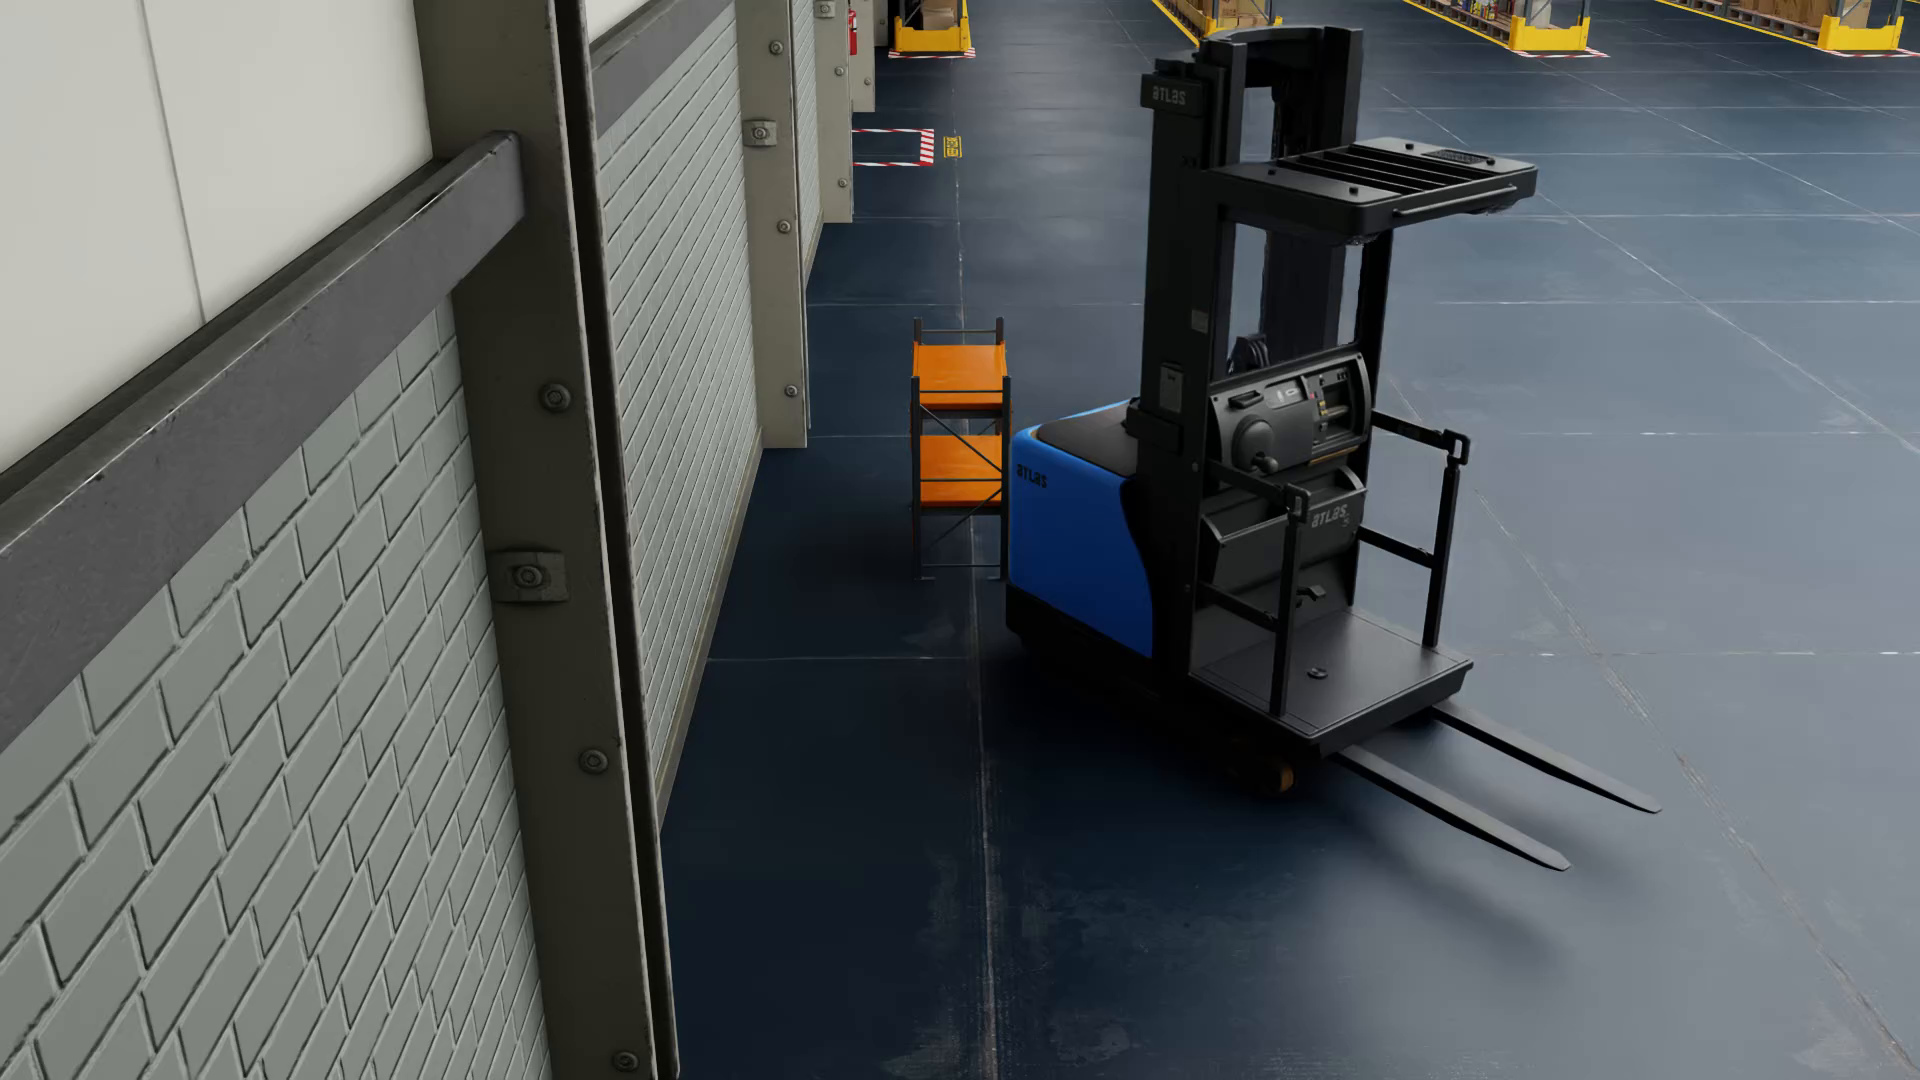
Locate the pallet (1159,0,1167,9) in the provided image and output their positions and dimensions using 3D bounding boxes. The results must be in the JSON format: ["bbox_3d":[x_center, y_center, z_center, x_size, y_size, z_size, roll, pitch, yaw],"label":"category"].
[{"bbox_3d":[4.390,-10.374,31.930,1.003,0.211,1.213,0,24,-1],"label":"pallet"}]

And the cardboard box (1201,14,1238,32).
[{"bbox_3d":[4.196,-8.347,26.892,0.500,0.250,0.500,0,24,-1],"label":"cardboard box"}]

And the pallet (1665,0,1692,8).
[{"bbox_3d":[14.333,-10.434,32.064,1.003,0.211,1.213,0,24,-1],"label":"pallet"}]

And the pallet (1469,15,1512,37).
[{"bbox_3d":[9.389,-8.806,28.464,1.003,0.211,1.213,0,24,-1],"label":"pallet"}]

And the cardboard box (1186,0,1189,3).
[{"bbox_3d":[4.157,-9.512,28.559,0.500,0.500,0.500,0,24,-1],"label":"cardboard box"}]

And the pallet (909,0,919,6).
[{"bbox_3d":[-0.510,-9.863,30.802,1.003,0.211,1.213,0,24,-1],"label":"pallet"}]

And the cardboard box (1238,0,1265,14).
[{"bbox_3d":[4.706,-8.897,27.198,0.500,0.500,0.500,0,24,-1],"label":"cardboard box"}]

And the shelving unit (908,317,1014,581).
[{"bbox_3d":[0.000,-0.515,9.024,0.538,1.125,1.048,0,24,-1],"label":"shelving unit"}]

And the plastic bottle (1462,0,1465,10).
[{"bbox_3d":[9.003,-9.551,29.498,0.152,0.276,0.135,1,24,1],"label":"plastic bottle"}]

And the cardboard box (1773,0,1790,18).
[{"bbox_3d":[14.423,-9.276,28.643,0.500,0.500,0.500,-2,24,-5],"label":"cardboard box"}]

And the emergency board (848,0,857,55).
[{"bbox_3d":[-1.274,-5.958,18.784,0.194,1.169,0.643,0,24,-1],"label":"emergency board"}]

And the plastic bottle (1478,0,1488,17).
[{"bbox_3d":[9.009,-9.187,28.603,0.144,0.351,0.185,1,24,2],"label":"plastic bottle"}]

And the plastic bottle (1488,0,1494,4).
[{"bbox_3d":[9.155,-9.240,28.812,0.152,0.276,0.135,0,24,-1],"label":"plastic bottle"}]

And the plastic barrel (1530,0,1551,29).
[{"bbox_3d":[9.367,-8.538,26.997,0.421,0.512,0.421,0,24,0],"label":"plastic barrel"}]

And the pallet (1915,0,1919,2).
[{"bbox_3d":[19.220,-10.411,32.014,1.003,0.211,1.213,0,24,-1],"label":"pallet"}]

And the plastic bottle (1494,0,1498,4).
[{"bbox_3d":[9.558,-9.586,29.486,0.144,0.351,0.185,0,24,-1],"label":"plastic bottle"}]

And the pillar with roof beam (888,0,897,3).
[{"bbox_3d":[2.911,-14.674,30.776,9.100,9.000,0.400,0,24,-1],"label":"pillar with roof beam"}]

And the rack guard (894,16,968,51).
[{"bbox_3d":[-0.457,-8.057,26.458,1.175,0.500,0.348,0,24,-1],"label":"rack guard"}]

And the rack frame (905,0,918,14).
[{"bbox_3d":[-0.500,-10.813,29.518,1.000,3.000,0.127,0,24,-1],"label":"rack frame"}]

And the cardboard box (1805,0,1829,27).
[{"bbox_3d":[14.372,-8.787,27.563,0.500,0.500,0.500,6,25,13],"label":"cardboard box"}]

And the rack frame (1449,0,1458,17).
[{"bbox_3d":[9.407,-10.857,29.616,1.000,3.000,0.127,0,24,-1],"label":"rack frame"}]

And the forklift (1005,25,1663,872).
[{"bbox_3d":[1.524,-0.506,6.811,1.130,2.935,3.031,-18,30,-34],"label":"forklift"}]

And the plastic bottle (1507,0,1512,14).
[{"bbox_3d":[9.605,-9.333,29.008,0.061,0.283,0.133,0,24,-1],"label":"plastic bottle"}]

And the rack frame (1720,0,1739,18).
[{"bbox_3d":[14.359,-10.880,29.666,1.000,3.000,0.127,0,24,-1],"label":"rack frame"}]

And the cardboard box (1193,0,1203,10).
[{"bbox_3d":[4.168,-9.100,27.648,0.500,0.500,0.500,0,24,-1],"label":"cardboard box"}]

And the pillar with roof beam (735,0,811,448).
[{"bbox_3d":[3.172,-4.785,8.910,9.100,9.000,0.400,0,24,-1],"label":"pillar with roof beam"}]

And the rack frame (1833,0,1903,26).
[{"bbox_3d":[14.403,-9.231,26.021,1.000,3.000,0.127,0,24,-1],"label":"rack frame"}]

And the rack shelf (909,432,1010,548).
[{"bbox_3d":[0.000,-0.293,9.125,0.538,0.278,1.000,0,24,-1],"label":"rack shelf"}]

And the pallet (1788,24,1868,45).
[{"bbox_3d":[14.429,-8.327,27.406,1.003,0.211,1.213,0,24,-1],"label":"pallet"}]

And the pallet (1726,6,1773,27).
[{"bbox_3d":[14.402,-9.333,29.629,1.003,0.211,1.213,0,24,-1],"label":"pallet"}]

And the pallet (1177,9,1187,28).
[{"bbox_3d":[4.420,-9.238,29.420,1.003,0.211,1.213,0,24,-1],"label":"pallet"}]

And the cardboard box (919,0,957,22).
[{"bbox_3d":[-0.338,-9.049,28.117,0.700,0.500,0.500,-2,24,-4],"label":"cardboard box"}]

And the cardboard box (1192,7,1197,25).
[{"bbox_3d":[4.171,-8.759,27.803,0.500,0.250,0.500,0,24,-1],"label":"cardboard box"}]

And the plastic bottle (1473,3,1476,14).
[{"bbox_3d":[8.982,-9.254,28.933,0.097,0.201,0.097,0,24,0],"label":"plastic bottle"}]

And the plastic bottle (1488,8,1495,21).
[{"bbox_3d":[8.992,-8.889,28.127,0.097,0.201,0.097,0,24,0],"label":"plastic bottle"}]

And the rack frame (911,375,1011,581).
[{"bbox_3d":[0.005,-0.306,8.561,0.500,1.125,0.032,0,24,-1],"label":"rack frame"}]

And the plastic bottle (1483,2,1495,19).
[{"bbox_3d":[9.017,-9.027,28.341,0.152,0.276,0.135,0,24,0],"label":"plastic bottle"}]

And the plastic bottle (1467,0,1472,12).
[{"bbox_3d":[9.003,-9.439,29.160,0.144,0.351,0.185,-1,24,-3],"label":"plastic bottle"}]

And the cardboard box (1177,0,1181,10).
[{"bbox_3d":[4.155,-9.583,29.625,0.500,0.250,0.500,0,24,-1],"label":"cardboard box"}]

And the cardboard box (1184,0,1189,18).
[{"bbox_3d":[4.156,-9.171,28.714,0.500,0.250,0.500,0,24,-1],"label":"cardboard box"}]

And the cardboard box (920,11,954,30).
[{"bbox_3d":[-0.374,-8.426,26.968,0.500,0.311,0.500,-3,25,-7],"label":"cardboard box"}]

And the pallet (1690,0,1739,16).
[{"bbox_3d":[14.349,-9.930,30.949,1.003,0.211,1.213,0,24,-1],"label":"pallet"}]

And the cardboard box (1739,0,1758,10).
[{"bbox_3d":[14.324,-9.767,29.729,0.500,0.500,0.500,-1,24,-2],"label":"cardboard box"}]

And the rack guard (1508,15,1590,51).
[{"bbox_3d":[9.402,-8.101,26.556,1.175,0.500,0.348,0,24,-1],"label":"rack guard"}]

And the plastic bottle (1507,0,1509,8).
[{"bbox_3d":[9.704,-9.508,29.313,0.144,0.351,0.185,-1,24,-3],"label":"plastic bottle"}]

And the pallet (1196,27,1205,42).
[{"bbox_3d":[4.447,-8.233,27.197,1.003,0.211,1.213,0,24,-1],"label":"pallet"}]

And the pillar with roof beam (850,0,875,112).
[{"bbox_3d":[3.041,-9.730,19.843,9.100,9.000,0.400,0,24,-1],"label":"pillar with roof beam"}]

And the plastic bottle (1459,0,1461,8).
[{"bbox_3d":[8.973,-9.608,29.715,0.097,0.201,0.097,0,24,0],"label":"plastic bottle"}]
